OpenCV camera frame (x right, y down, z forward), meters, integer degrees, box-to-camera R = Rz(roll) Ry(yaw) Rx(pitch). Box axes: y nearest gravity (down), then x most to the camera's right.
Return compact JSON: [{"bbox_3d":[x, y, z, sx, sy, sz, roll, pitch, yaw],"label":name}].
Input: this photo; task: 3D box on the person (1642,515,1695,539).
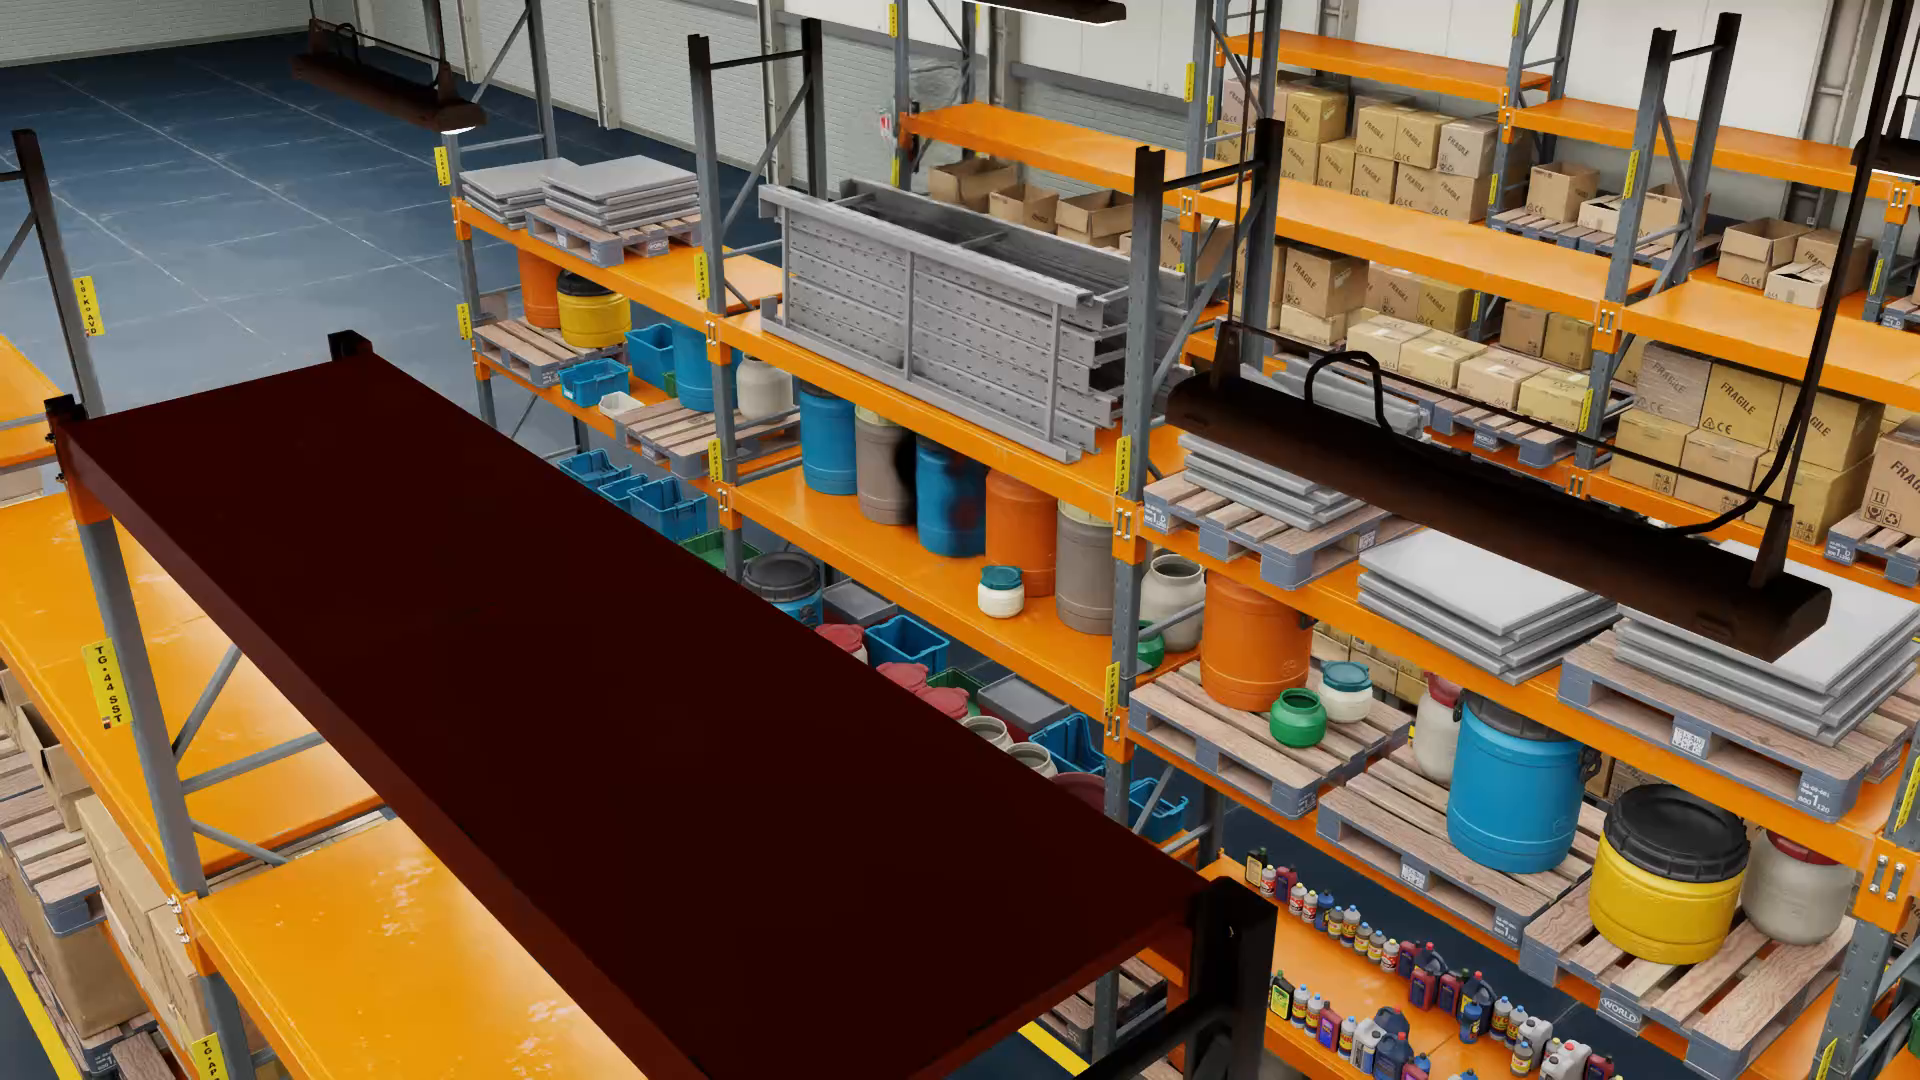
[{"bbox_3d":[6.369,0.227,15.209,0.610,1.694,0.812,-20,33,-34],"label":"person"}]
